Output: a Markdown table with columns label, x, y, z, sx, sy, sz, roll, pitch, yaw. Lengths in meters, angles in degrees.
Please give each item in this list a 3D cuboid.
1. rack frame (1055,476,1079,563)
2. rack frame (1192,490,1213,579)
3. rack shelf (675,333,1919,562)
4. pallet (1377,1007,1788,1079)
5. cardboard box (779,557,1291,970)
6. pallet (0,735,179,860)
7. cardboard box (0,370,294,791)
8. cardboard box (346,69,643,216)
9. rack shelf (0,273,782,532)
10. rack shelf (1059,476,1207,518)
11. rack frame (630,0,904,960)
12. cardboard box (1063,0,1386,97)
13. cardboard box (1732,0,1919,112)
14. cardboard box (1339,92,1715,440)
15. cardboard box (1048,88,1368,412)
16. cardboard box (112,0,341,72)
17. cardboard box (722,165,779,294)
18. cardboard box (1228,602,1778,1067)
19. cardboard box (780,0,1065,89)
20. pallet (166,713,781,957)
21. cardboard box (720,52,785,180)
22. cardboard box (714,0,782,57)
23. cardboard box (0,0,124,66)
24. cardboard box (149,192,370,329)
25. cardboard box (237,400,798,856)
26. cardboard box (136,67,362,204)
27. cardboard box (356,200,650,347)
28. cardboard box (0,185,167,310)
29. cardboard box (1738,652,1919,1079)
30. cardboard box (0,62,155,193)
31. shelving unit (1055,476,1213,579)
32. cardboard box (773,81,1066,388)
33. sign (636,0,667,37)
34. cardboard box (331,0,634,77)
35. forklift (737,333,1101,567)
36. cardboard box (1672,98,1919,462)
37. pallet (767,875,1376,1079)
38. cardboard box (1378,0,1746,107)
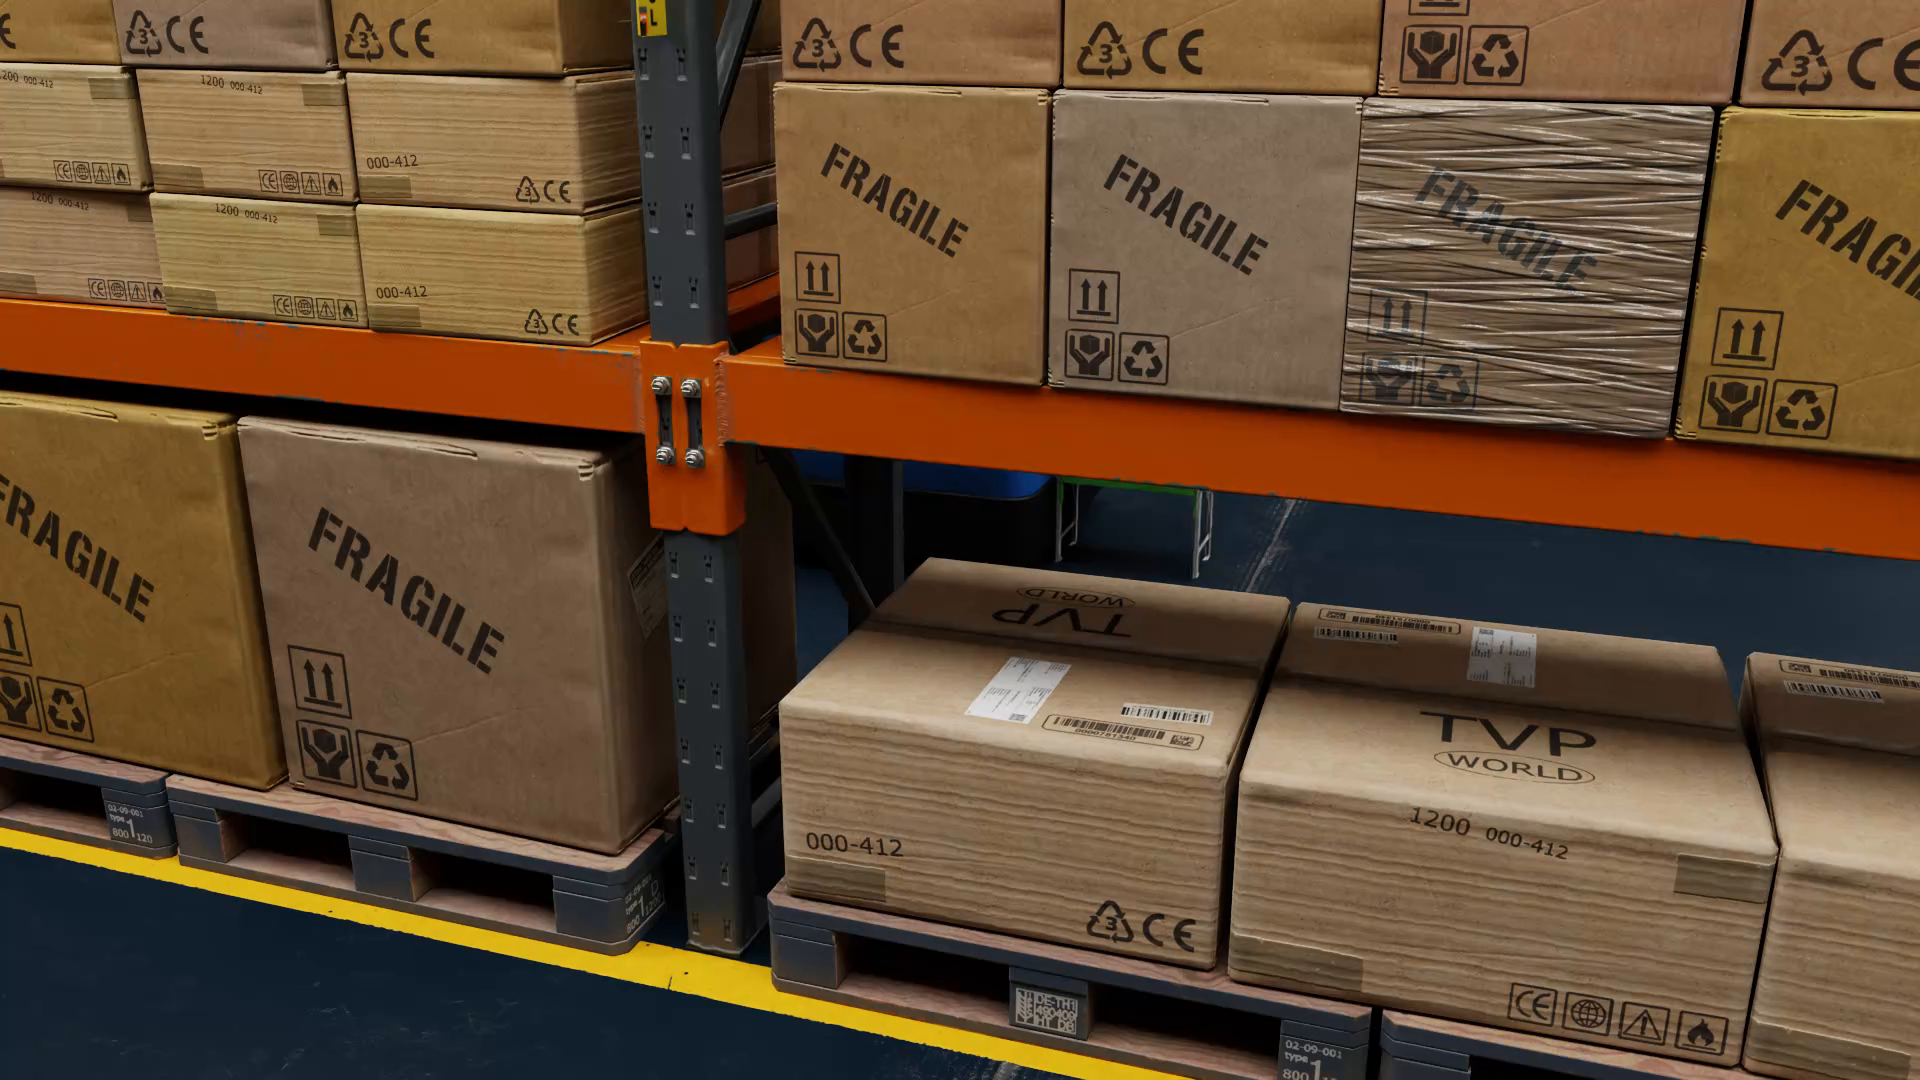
| label | x | y | z | sx | sy | sz | roll | pitch | yaw |
| --- | --- | --- | --- | --- | --- | --- | --- | --- | --- |
| rack frame | 0.381 | -0.523 | 5.754 | 0.015 | 1.200 | 0.240 | 7 | 20 | 18 |
| rack frame | 0.841 | -0.470 | 5.602 | 0.015 | 1.200 | 0.240 | 7 | 20 | 18 |
| rack shelf | 1.527 | -0.133 | 2.993 | 4.000 | 0.370 | 1.077 | 7 | 20 | 18 |
| pallet | 1.487 | 0.866 | 3.271 | 1.213 | 0.211 | 1.003 | 7 | 20 | 18 |
| cardboard box | 0.196 | 0.424 | 3.556 | 0.875 | 0.438 | 0.875 | 6 | 20 | 17 |
| pallet | -2.272 | 0.437 | 4.501 | 1.213 | 0.211 | 1.003 | 7 | 20 | 18 |
| cardboard box | -1.830 | -0.021 | 4.169 | 0.875 | 0.875 | 0.875 | 7 | 20 | 20 |
| cardboard box | -0.858 | -0.826 | 3.356 | 0.500 | 0.250 | 0.500 | 7 | 20 | 18 |
| rack shelf | -2.251 | -0.565 | 4.232 | 4.000 | 0.370 | 1.077 | 7 | 20 | 18 |
| rack shelf | 0.611 | -0.210 | 5.778 | 0.480 | 0.148 | 0.258 | 7 | 20 | 18 |
| rack frame | -0.362 | -0.688 | 3.494 | 0.127 | 3.000 | 1.000 | 7 | 20 | 18 |
| cardboard box | 0.483 | -1.025 | 2.787 | 0.500 | 0.500 | 0.500 | 6 | 20 | 17 |
| cardboard box | 1.439 | -0.910 | 2.460 | 0.500 | 0.500 | 0.500 | 6 | 20 | 18 |
| cardboard box | 0.937 | -0.492 | 2.779 | 0.500 | 0.500 | 0.500 | 7 | 20 | 18 |
| cardboard box | 0.469 | -0.548 | 2.939 | 0.500 | 0.500 | 0.500 | 7 | 20 | 18 |
| cardboard box | -1.358 | -1.232 | 3.381 | 0.500 | 0.500 | 0.500 | 7 | 20 | 19 |
| cardboard box | -0.691 | -0.747 | 3.891 | 0.500 | 0.250 | 0.500 | 6 | 20 | 17 |
| cardboard box | 1.042 | 0.521 | 3.280 | 0.875 | 0.438 | 0.875 | 6 | 20 | 16 |
| cardboard box | 0.008 | -1.081 | 2.950 | 0.500 | 0.500 | 0.500 | 7 | 20 | 18 |
| pallet | -1.116 | 0.568 | 4.125 | 1.213 | 0.211 | 1.003 | 7 | 20 | 18 |
| cardboard box | -0.685 | -0.989 | 3.824 | 0.500 | 0.250 | 0.500 | 6 | 20 | 16 |
| cardboard box | -0.683 | -1.345 | 3.706 | 0.500 | 0.500 | 0.500 | 7 | 20 | 19 |
| cardboard box | -1.830 | -1.292 | 3.556 | 0.500 | 0.500 | 0.500 | 7 | 20 | 20 |
| cardboard box | -1.349 | -0.643 | 3.592 | 0.500 | 0.250 | 0.500 | 6 | 20 | 17 |
| cardboard box | -0.974 | 0.074 | 3.896 | 0.875 | 0.875 | 0.875 | 7 | 20 | 20 |
| cardboard box | -1.333 | -0.877 | 3.505 | 0.500 | 0.250 | 0.500 | 7 | 20 | 19 |
| cardboard box | -0.868 | -0.588 | 3.433 | 0.500 | 0.250 | 0.500 | 6 | 20 | 17 |
| cardboard box | -1.820 | -0.704 | 3.765 | 0.500 | 0.250 | 0.500 | 6 | 20 | 17 |
| cardboard box | 1.893 | 0.619 | 2.999 | 0.875 | 0.438 | 0.875 | 7 | 20 | 20 |
| cardboard box | -1.824 | -0.932 | 3.660 | 0.500 | 0.250 | 0.500 | 7 | 20 | 19 |
| shelving unit | 0.611 | -0.497 | 5.678 | 0.503 | 1.200 | 0.258 | 7 | 20 | 18 |
| cardboard box | -0.005 | -0.604 | 3.099 | 0.500 | 0.500 | 0.500 | 7 | 20 | 20 |
| sign | -0.531 | -1.028 | 2.830 | 0.005 | 0.325 | 0.100 | 7 | 20 | 18 |
| cardboard box | -0.866 | -1.178 | 3.228 | 0.500 | 0.500 | 0.500 | 7 | 20 | 20 |
| forklift | -1.028 | -1.540 | 6.041 | 3.031 | 2.935 | 1.130 | 7 | 20 | 18 |
| cardboard box | 1.424 | -0.437 | 2.620 | 0.500 | 0.500 | 0.500 | 7 | 20 | 20 |
| pallet | 0.331 | 0.735 | 3.648 | 1.213 | 0.211 | 1.003 | 7 | 20 | 18 |
| cardboard box | 0.964 | -0.966 | 2.619 | 0.500 | 0.500 | 0.500 | 7 | 20 | 19 |
